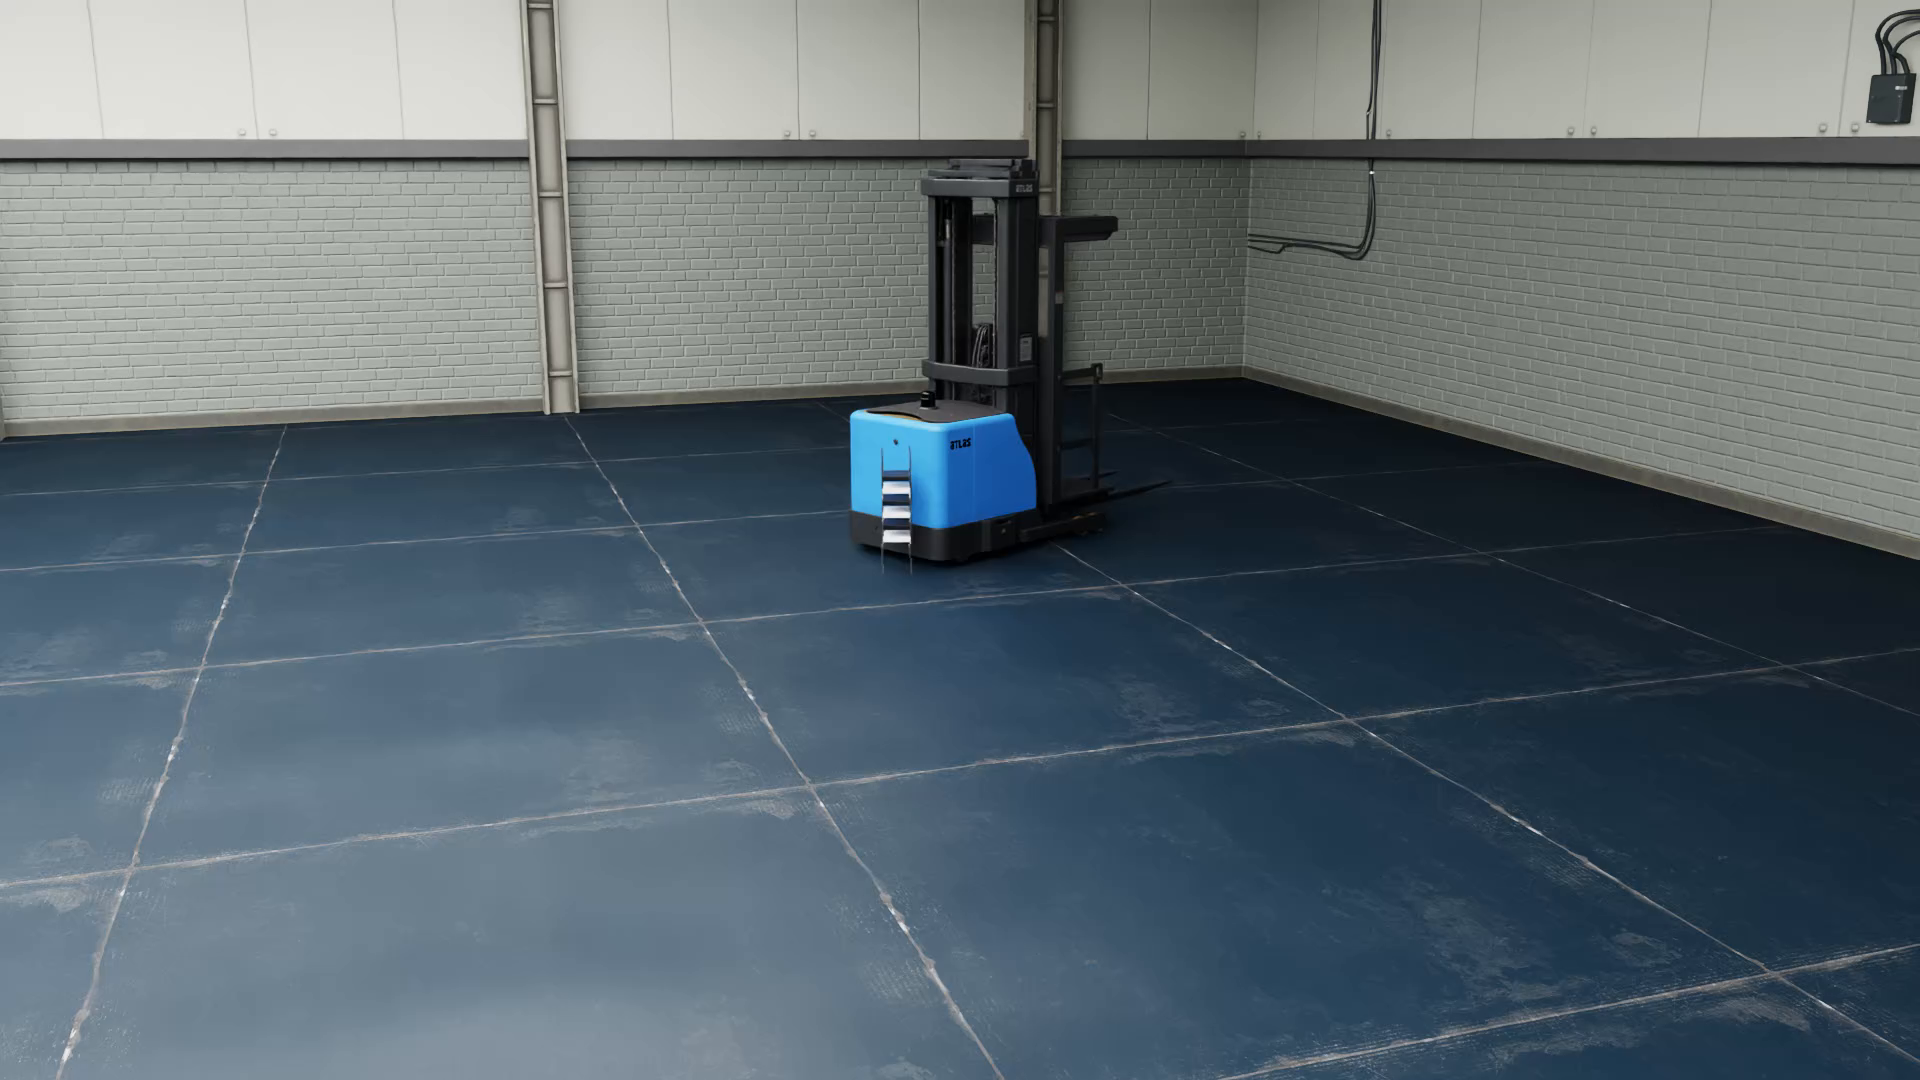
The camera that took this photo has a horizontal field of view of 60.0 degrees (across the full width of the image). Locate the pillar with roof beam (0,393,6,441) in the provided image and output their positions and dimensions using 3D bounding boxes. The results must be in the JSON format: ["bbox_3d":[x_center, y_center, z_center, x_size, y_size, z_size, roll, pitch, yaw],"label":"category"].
[{"bbox_3d":[-8.977,-4.494,12.591,0.400,9.000,9.100,-4,14,-18],"label":"pillar with roof beam"}]

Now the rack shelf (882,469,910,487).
[{"bbox_3d":[-0.464,-0.450,12.067,0.200,0.077,0.258,-1,13,-2],"label":"rack shelf"}]

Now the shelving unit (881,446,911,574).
[{"bbox_3d":[-0.463,-0.220,12.121,0.210,0.900,0.258,-1,13,-2],"label":"shelving unit"}]

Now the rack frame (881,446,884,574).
[{"bbox_3d":[-0.565,-0.219,12.118,0.006,0.900,0.240,-1,13,-2],"label":"rack frame"}]

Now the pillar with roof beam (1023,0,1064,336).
[{"bbox_3d":[2.396,-5.380,16.315,0.400,9.000,9.100,-4,14,-18],"label":"pillar with roof beam"}]

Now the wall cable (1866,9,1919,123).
[{"bbox_3d":[7.250,-5.823,10.827,0.169,6.003,2.305,-4,14,-18],"label":"wall cable"}]

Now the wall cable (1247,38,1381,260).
[{"bbox_3d":[4.237,-4.741,20.338,0.112,2.526,3.097,-4,14,-18],"label":"wall cable"}]

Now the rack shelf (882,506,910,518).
[{"bbox_3d":[-0.463,-0.188,12.129,0.200,0.077,0.258,-1,13,-2],"label":"rack shelf"}]

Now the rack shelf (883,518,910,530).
[{"bbox_3d":[-0.463,-0.100,12.150,0.200,0.077,0.258,-1,13,-2],"label":"rack shelf"}]

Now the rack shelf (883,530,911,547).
[{"bbox_3d":[-0.463,-0.013,12.171,0.200,0.077,0.258,-1,13,-2],"label":"rack shelf"}]

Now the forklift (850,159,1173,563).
[{"bbox_3d":[0.542,-1.528,13.233,1.130,2.935,3.031,13,18,43],"label":"forklift"}]

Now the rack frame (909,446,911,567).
[{"bbox_3d":[-0.362,-0.221,12.125,0.006,0.900,0.240,-1,13,-2],"label":"rack frame"}]

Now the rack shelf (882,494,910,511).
[{"bbox_3d":[-0.464,-0.275,12.108,0.200,0.077,0.258,-1,13,-2],"label":"rack shelf"}]

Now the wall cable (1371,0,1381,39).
[{"bbox_3d":[5.100,-6.605,17.259,0.112,2.526,3.097,-4,14,-18],"label":"wall cable"}]

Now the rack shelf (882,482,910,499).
[{"bbox_3d":[-0.464,-0.363,12.087,0.200,0.077,0.258,-1,13,-2],"label":"rack shelf"}]

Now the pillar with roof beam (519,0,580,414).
[{"bbox_3d":[-3.291,-4.937,14.453,0.400,9.000,9.100,-4,14,-18],"label":"pillar with roof beam"}]
